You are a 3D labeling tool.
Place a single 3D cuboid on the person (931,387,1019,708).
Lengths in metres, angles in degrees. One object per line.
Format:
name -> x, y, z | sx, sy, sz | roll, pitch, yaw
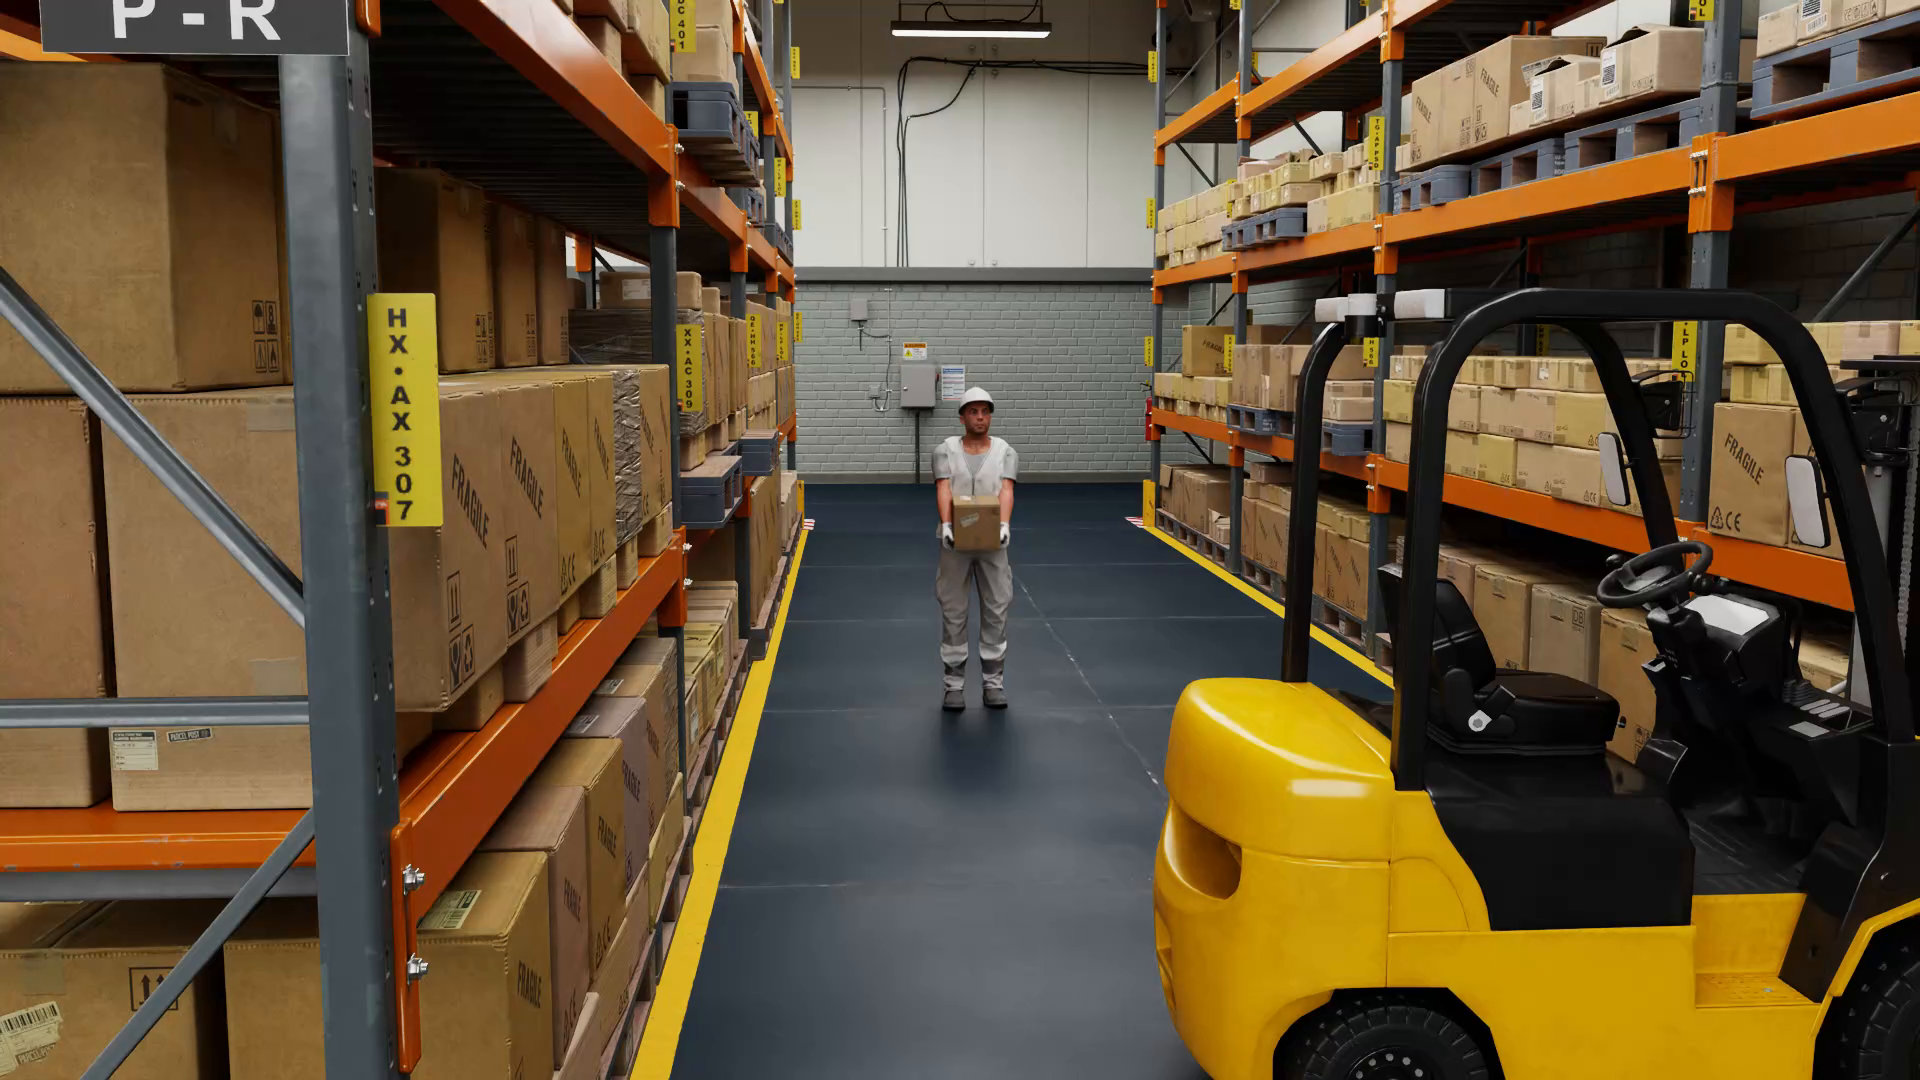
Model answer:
person -> 0.091, 0.051, 9.238 | 0.493, 1.782, 0.571 | 0, 7, -3
